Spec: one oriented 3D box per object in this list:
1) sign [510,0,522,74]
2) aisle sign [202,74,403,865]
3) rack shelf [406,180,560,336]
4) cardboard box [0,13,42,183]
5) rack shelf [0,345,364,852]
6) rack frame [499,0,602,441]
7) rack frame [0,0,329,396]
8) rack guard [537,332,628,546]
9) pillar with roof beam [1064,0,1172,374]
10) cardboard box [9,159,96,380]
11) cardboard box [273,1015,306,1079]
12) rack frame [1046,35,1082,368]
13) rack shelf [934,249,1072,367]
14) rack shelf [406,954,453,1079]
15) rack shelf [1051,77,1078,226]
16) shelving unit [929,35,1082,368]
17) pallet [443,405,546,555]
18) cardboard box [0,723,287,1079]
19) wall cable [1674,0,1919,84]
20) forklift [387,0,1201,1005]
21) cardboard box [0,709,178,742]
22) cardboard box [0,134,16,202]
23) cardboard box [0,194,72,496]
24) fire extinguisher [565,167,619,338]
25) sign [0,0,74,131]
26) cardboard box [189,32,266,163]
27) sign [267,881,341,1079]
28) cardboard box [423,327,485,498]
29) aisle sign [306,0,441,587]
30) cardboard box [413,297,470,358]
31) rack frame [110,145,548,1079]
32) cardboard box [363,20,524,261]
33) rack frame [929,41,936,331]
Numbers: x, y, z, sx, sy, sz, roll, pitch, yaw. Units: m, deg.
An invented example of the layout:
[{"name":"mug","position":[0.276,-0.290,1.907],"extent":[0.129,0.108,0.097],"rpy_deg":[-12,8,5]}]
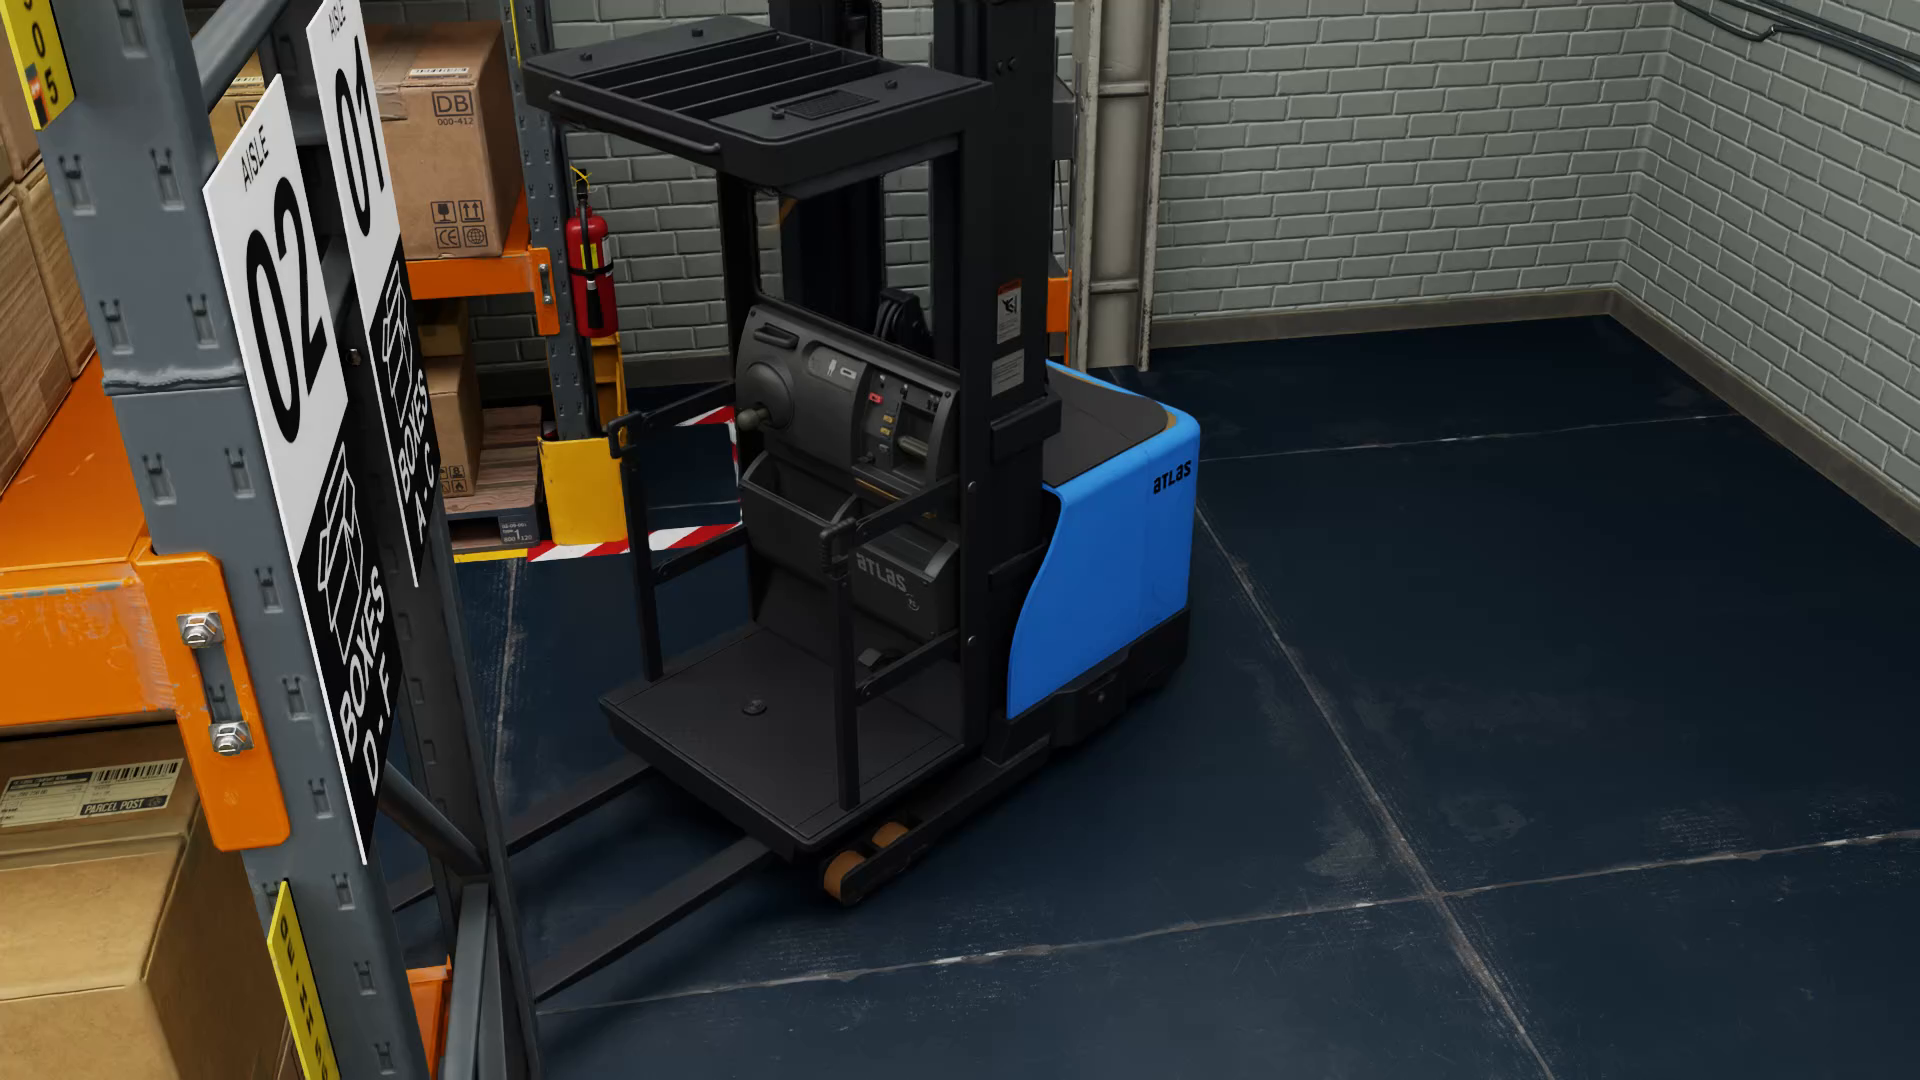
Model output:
[{"name":"sign","position":[-1.642,-1.896,6.139],"extent":[0.005,0.325,0.100],"rpy_deg":[-5,31,-9]},{"name":"aisle sign","position":[-0.708,-0.071,1.846],"extent":[0.004,0.787,0.394],"rpy_deg":[-5,31,-9]},{"name":"rack shelf","position":[-3.693,-1.074,6.826],"extent":[4.000,0.370,1.077],"rpy_deg":[-5,31,-9]},{"name":"cardboard box","position":[-1.382,-0.624,2.046],"extent":[0.500,0.250,0.500],"rpy_deg":[-5,31,-9]},{"name":"rack shelf","position":[-2.797,0.103,1.866],"extent":[4.000,0.370,1.077],"rpy_deg":[-5,31,-9]},{"name":"rack frame","position":[-1.726,-1.566,6.954],"extent":[0.127,3.000,1.000],"rpy_deg":[-5,31,-9]},{"name":"rack frame","position":[-0.830,-1.683,1.234],"extent":[0.127,3.000,1.000],"rpy_deg":[-5,31,-9]},{"name":"rack guard","position":[-1.702,-0.491,7.592],"extent":[0.348,0.500,1.175],"rpy_deg":[-5,31,-9]},{"name":"pillar with roof beam","position":[1.550,-2.684,2.936],"extent":[0.400,9.000,9.100],"rpy_deg":[-5,31,-9]},{"name":"cardboard box","position":[-1.381,-0.405,2.168],"extent":[0.500,0.250,0.500],"rpy_deg":[-5,31,-9]},{"name":"cardboard box","position":[-1.221,1.037,2.429],"extent":[0.500,0.500,0.500],"rpy_deg":[-4,31,-7]},{"name":"rack frame","position":[0.403,-0.943,6.781],"extent":[0.015,2.100,0.400],"rpy_deg":[-5,31,-9]},{"name":"rack shelf","position":[0.163,-0.908,6.750],"extent":[0.480,0.518,0.431],"rpy_deg":[-5,31,-9]},{"name":"rack shelf","position":[-2.797,1.396,2.626],"extent":[4.000,0.370,1.077],"rpy_deg":[-5,31,-9]},{"name":"rack shelf","position":[0.163,-1.512,6.396],"extent":[0.480,0.518,0.431],"rpy_deg":[-5,31,-9]},{"name":"shelving unit","position":[0.163,-0.920,6.743],"extent":[0.503,2.100,0.431],"rpy_deg":[-5,31,-9]},{"name":"pallet","position":[-2.498,-0.252,7.471],"extent":[1.213,0.211,1.003],"rpy_deg":[-5,31,-9]},{"name":"cardboard box","position":[-1.218,0.607,2.173],"extent":[0.500,0.500,0.500],"rpy_deg":[-6,31,-9]},{"name":"wall cable","position":[3.902,-3.152,6.796],"extent":[0.112,2.526,3.097],"rpy_deg":[-5,31,-9]},{"name":"forklift","position":[-0.515,-0.402,5.042],"extent":[1.130,2.935,3.031],"rpy_deg":[26,39,37]},{"name":"cardboard box","position":[-1.314,0.338,2.630],"extent":[0.500,0.500,0.500],"rpy_deg":[-4,31,-7]},{"name":"cardboard box","position":[-1.289,-0.367,1.610],"extent":[0.500,0.250,0.500],"rpy_deg":[-5,31,-9]},{"name":"cardboard box","position":[-1.288,-0.147,1.729],"extent":[0.500,0.250,0.500],"rpy_deg":[-5,31,-9]},{"name":"fire extinguisher","position":[-1.494,-1.156,6.701],"extent":[0.183,0.674,0.296],"rpy_deg":[-5,31,-9]},{"name":"sign","position":[-0.750,-0.493,1.296],"extent":[0.005,0.325,0.100],"rpy_deg":[-5,31,-9]},{"name":"cardboard box","position":[-2.939,-1.572,6.668],"extent":[0.700,0.700,0.980],"rpy_deg":[-6,31,-9]},{"name":"sign","position":[-0.750,0.546,1.907],"extent":[0.005,0.325,0.100],"rpy_deg":[-5,31,-9]},{"name":"cardboard box","position":[-2.396,-0.556,7.288],"extent":[0.500,0.500,0.700],"rpy_deg":[-5,31,-9]},{"name":"aisle sign","position":[-0.816,-0.370,2.355],"extent":[0.004,0.787,0.394],"rpy_deg":[-5,31,-9]},{"name":"cardboard box","position":[-2.309,-0.947,7.313],"extent":[0.250,0.149,0.380],"rpy_deg":[-5,31,-9]},{"name":"rack frame","position":[-0.830,0.903,2.755],"extent":[0.127,3.000,1.000],"rpy_deg":[-5,31,-9]},{"name":"cardboard box","position":[-2.226,-1.644,6.791],"extent":[0.700,0.700,0.980],"rpy_deg":[-4,31,-7]},{"name":"rack frame","position":[-0.077,-0.898,6.706],"extent":[0.015,2.100,0.400],"rpy_deg":[-5,31,-9]}]
